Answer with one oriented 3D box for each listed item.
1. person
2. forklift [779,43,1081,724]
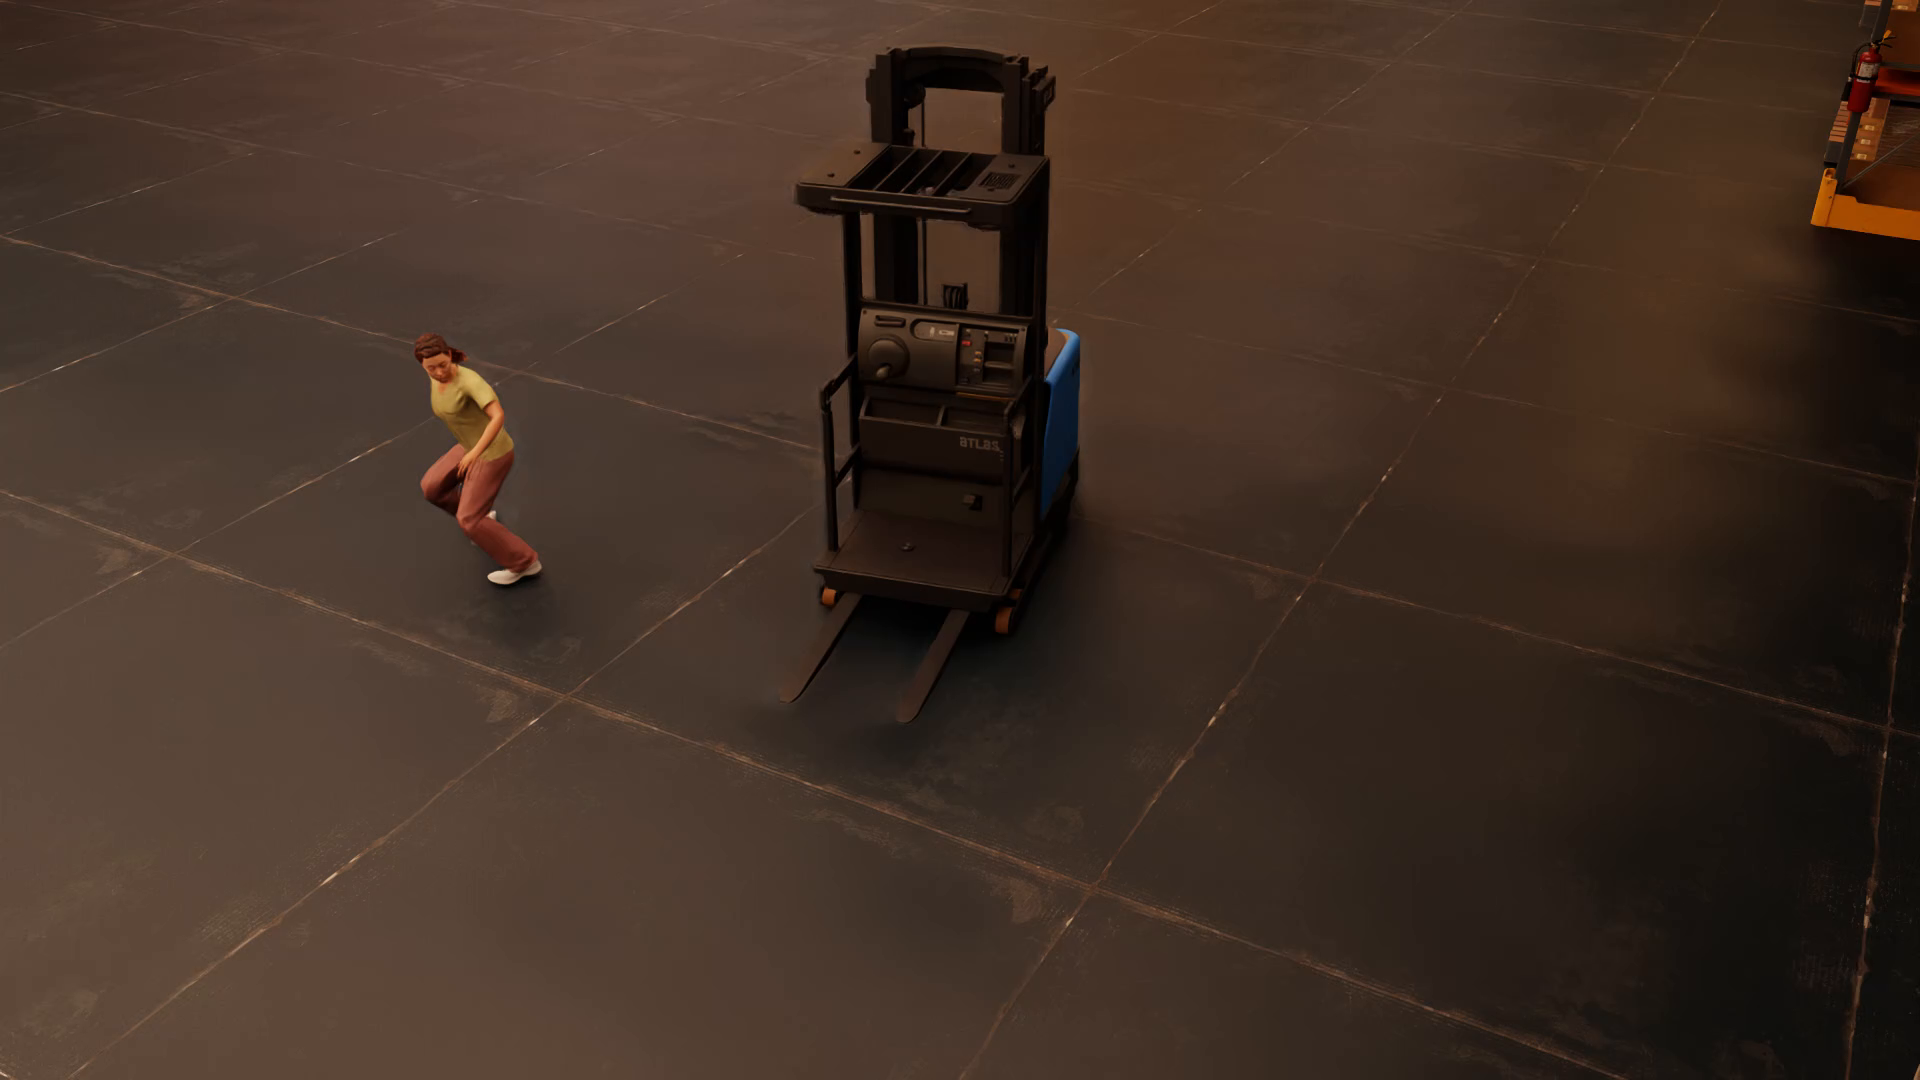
[{"bbox_3d":[-2.790,-0.490,9.413,0.473,1.567,0.913,-22,37,-33],"label":"person"},{"bbox_3d":[-0.154,-0.966,8.745,1.130,2.935,3.031,8,31,14],"label":"forklift"}]
